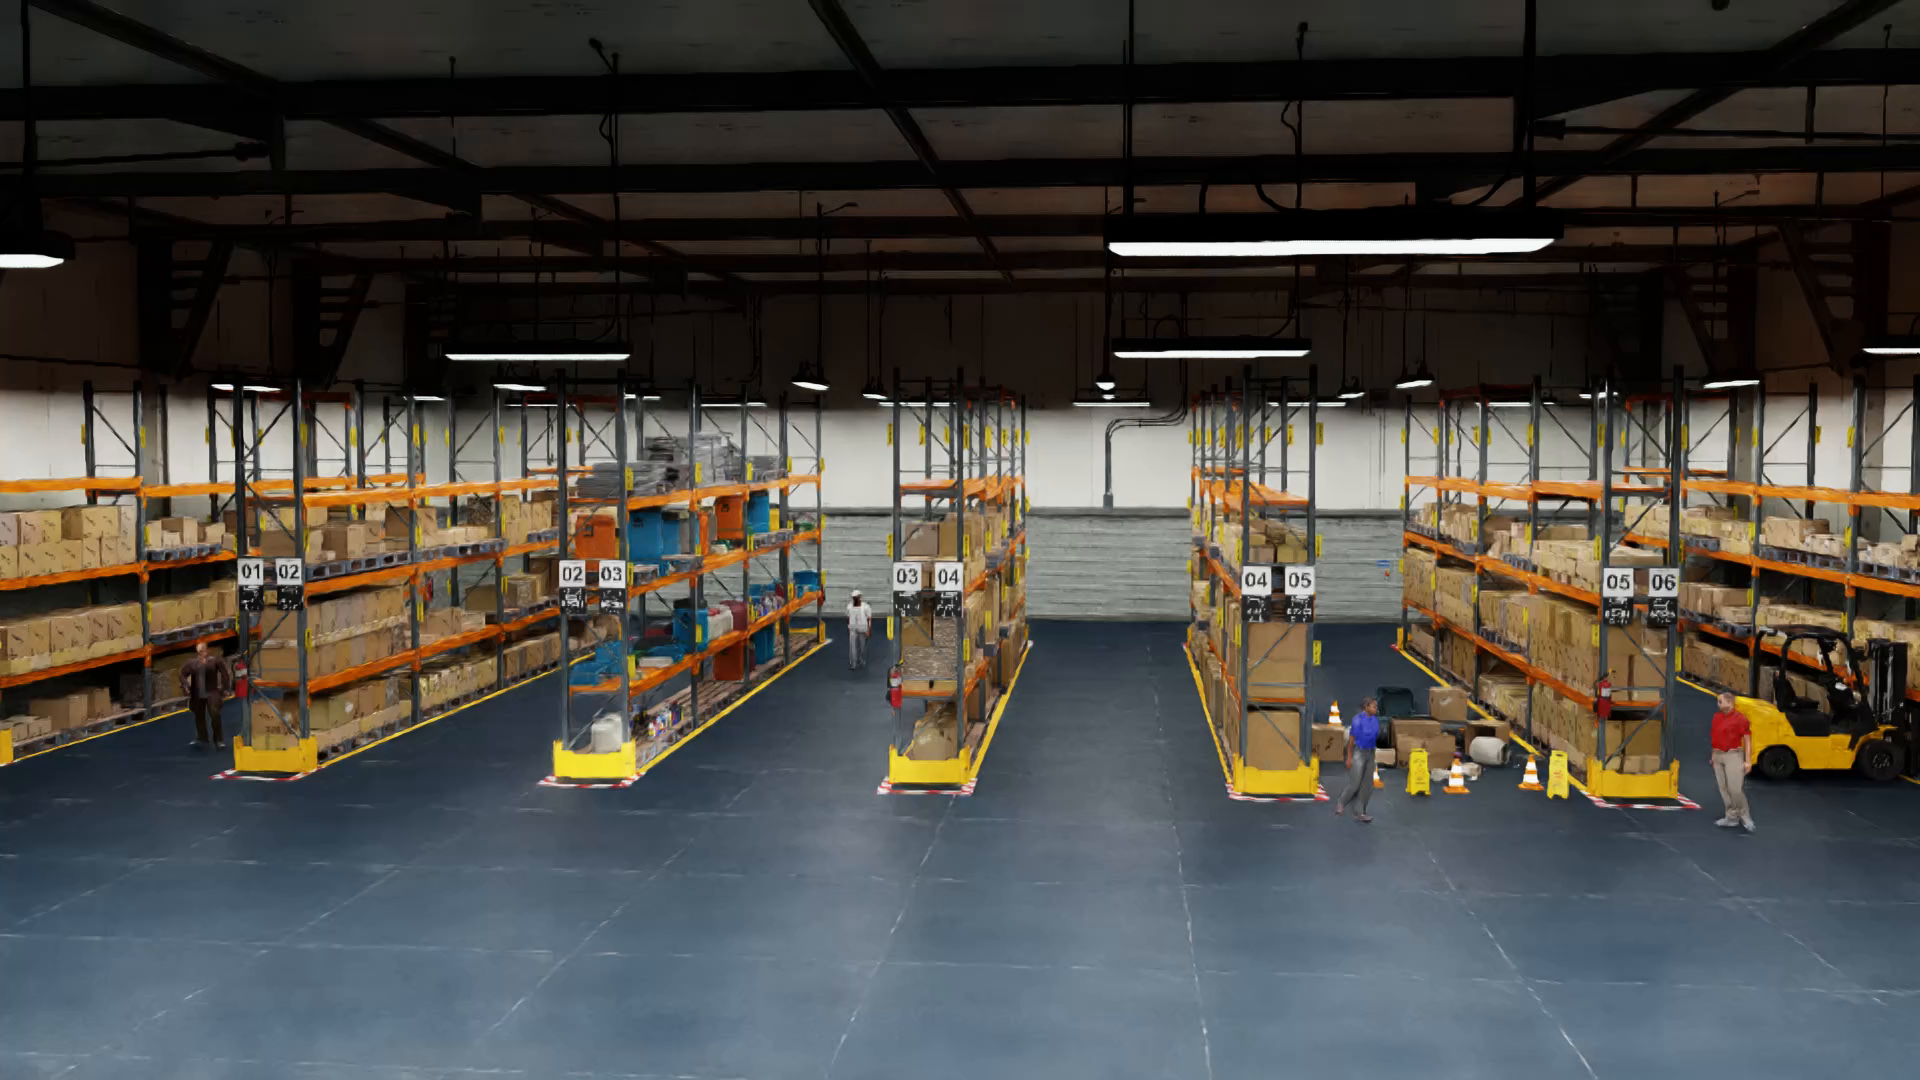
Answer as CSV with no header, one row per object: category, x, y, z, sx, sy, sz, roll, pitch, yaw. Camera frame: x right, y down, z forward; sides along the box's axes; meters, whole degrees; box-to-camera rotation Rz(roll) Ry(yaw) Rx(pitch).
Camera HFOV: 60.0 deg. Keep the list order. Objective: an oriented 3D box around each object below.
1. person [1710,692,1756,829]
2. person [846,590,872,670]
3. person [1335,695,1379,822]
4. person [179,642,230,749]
person,9.880,2.805,21.324,0.437,1.718,0.596,-2,4,-24
person,-2.182,1.920,35.858,0.591,1.716,1.042,0,4,4
person,5.190,2.834,21.716,0.525,1.649,0.518,-2,4,-31
person,-12.095,2.478,26.680,0.736,1.715,0.896,-1,4,-10
